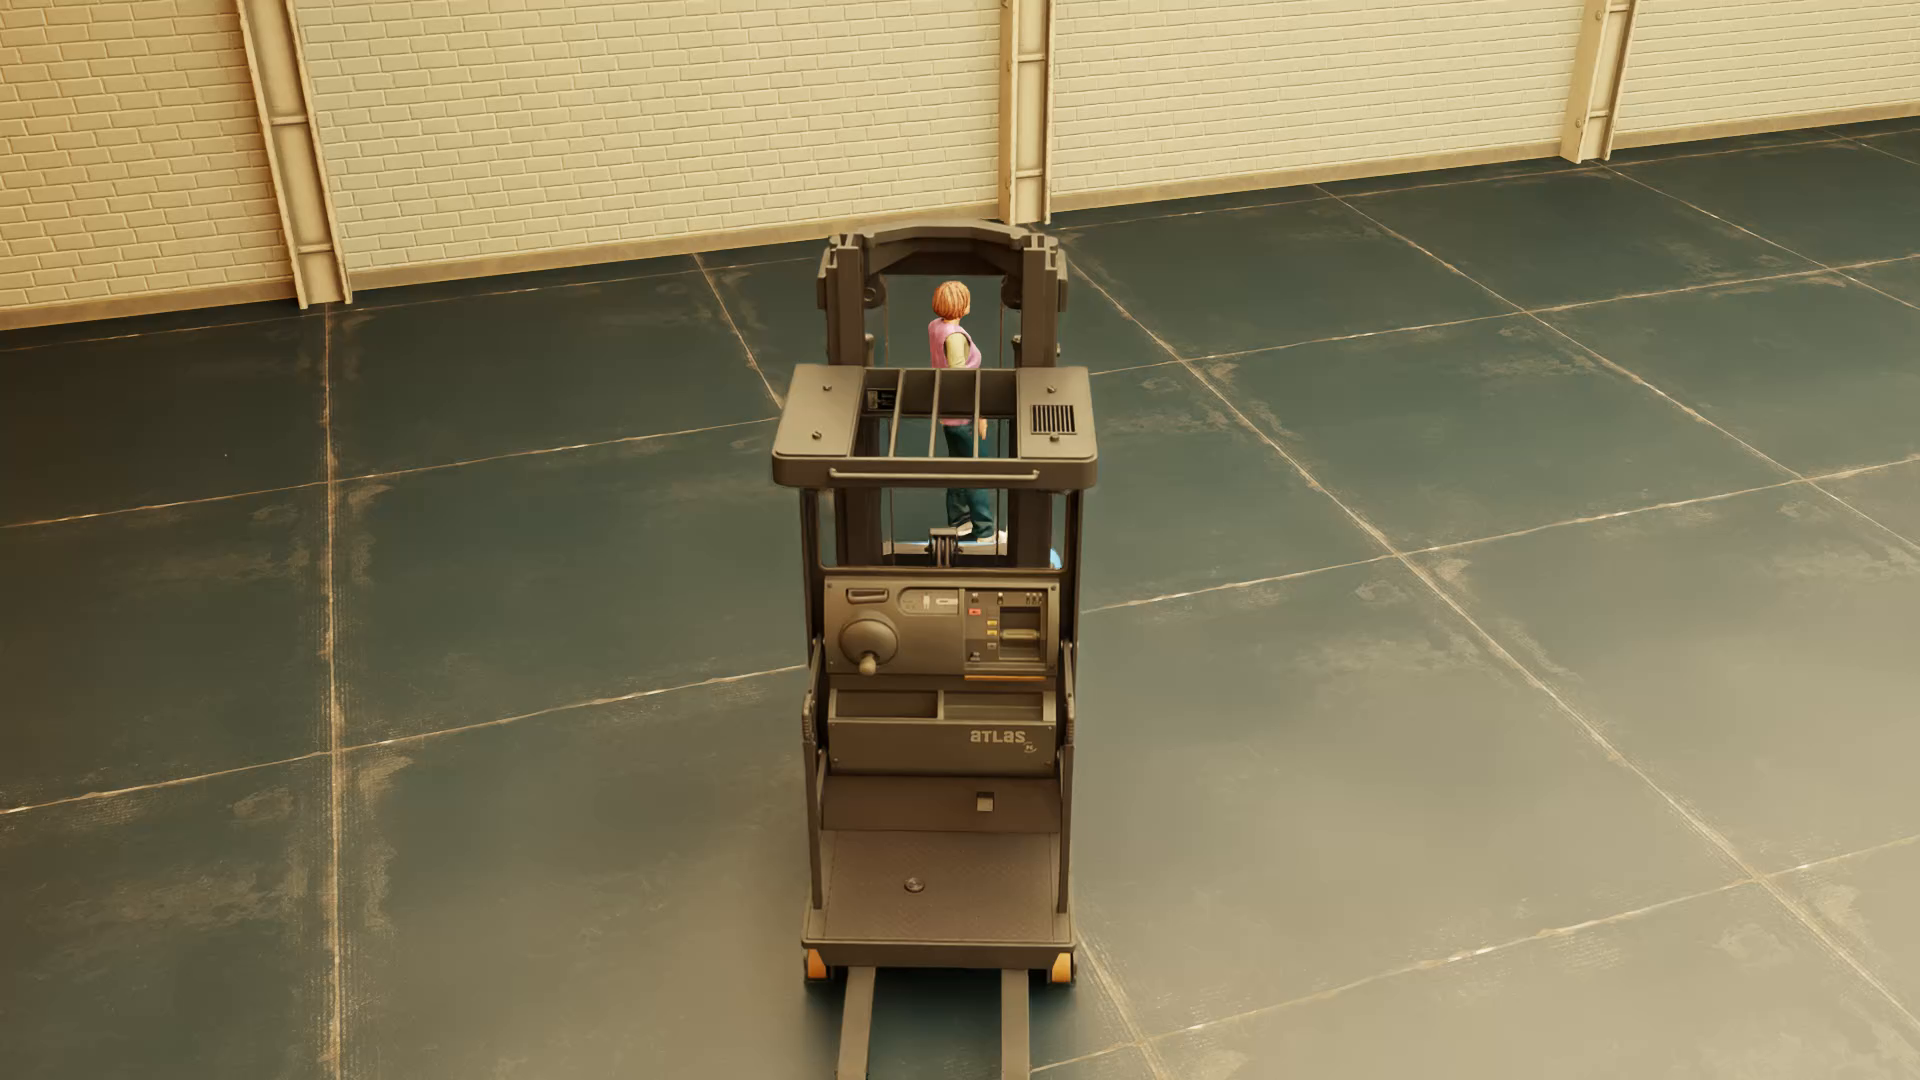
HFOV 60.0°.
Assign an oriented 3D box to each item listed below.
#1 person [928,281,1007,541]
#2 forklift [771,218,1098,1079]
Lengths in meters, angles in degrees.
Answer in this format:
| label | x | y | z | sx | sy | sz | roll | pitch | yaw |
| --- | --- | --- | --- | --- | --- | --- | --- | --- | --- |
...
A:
| label | x | y | z | sx | sy | sz | roll | pitch | yaw |
| --- | --- | --- | --- | --- | --- | --- | --- | --- | --- |
| person | 0.075 | -0.739 | 9.613 | 0.473 | 1.599 | 0.519 | -10 | 31 | -16 |
| forklift | -0.076 | 0.393 | 6.403 | 1.130 | 2.935 | 3.031 | 1 | 30 | 1 |
